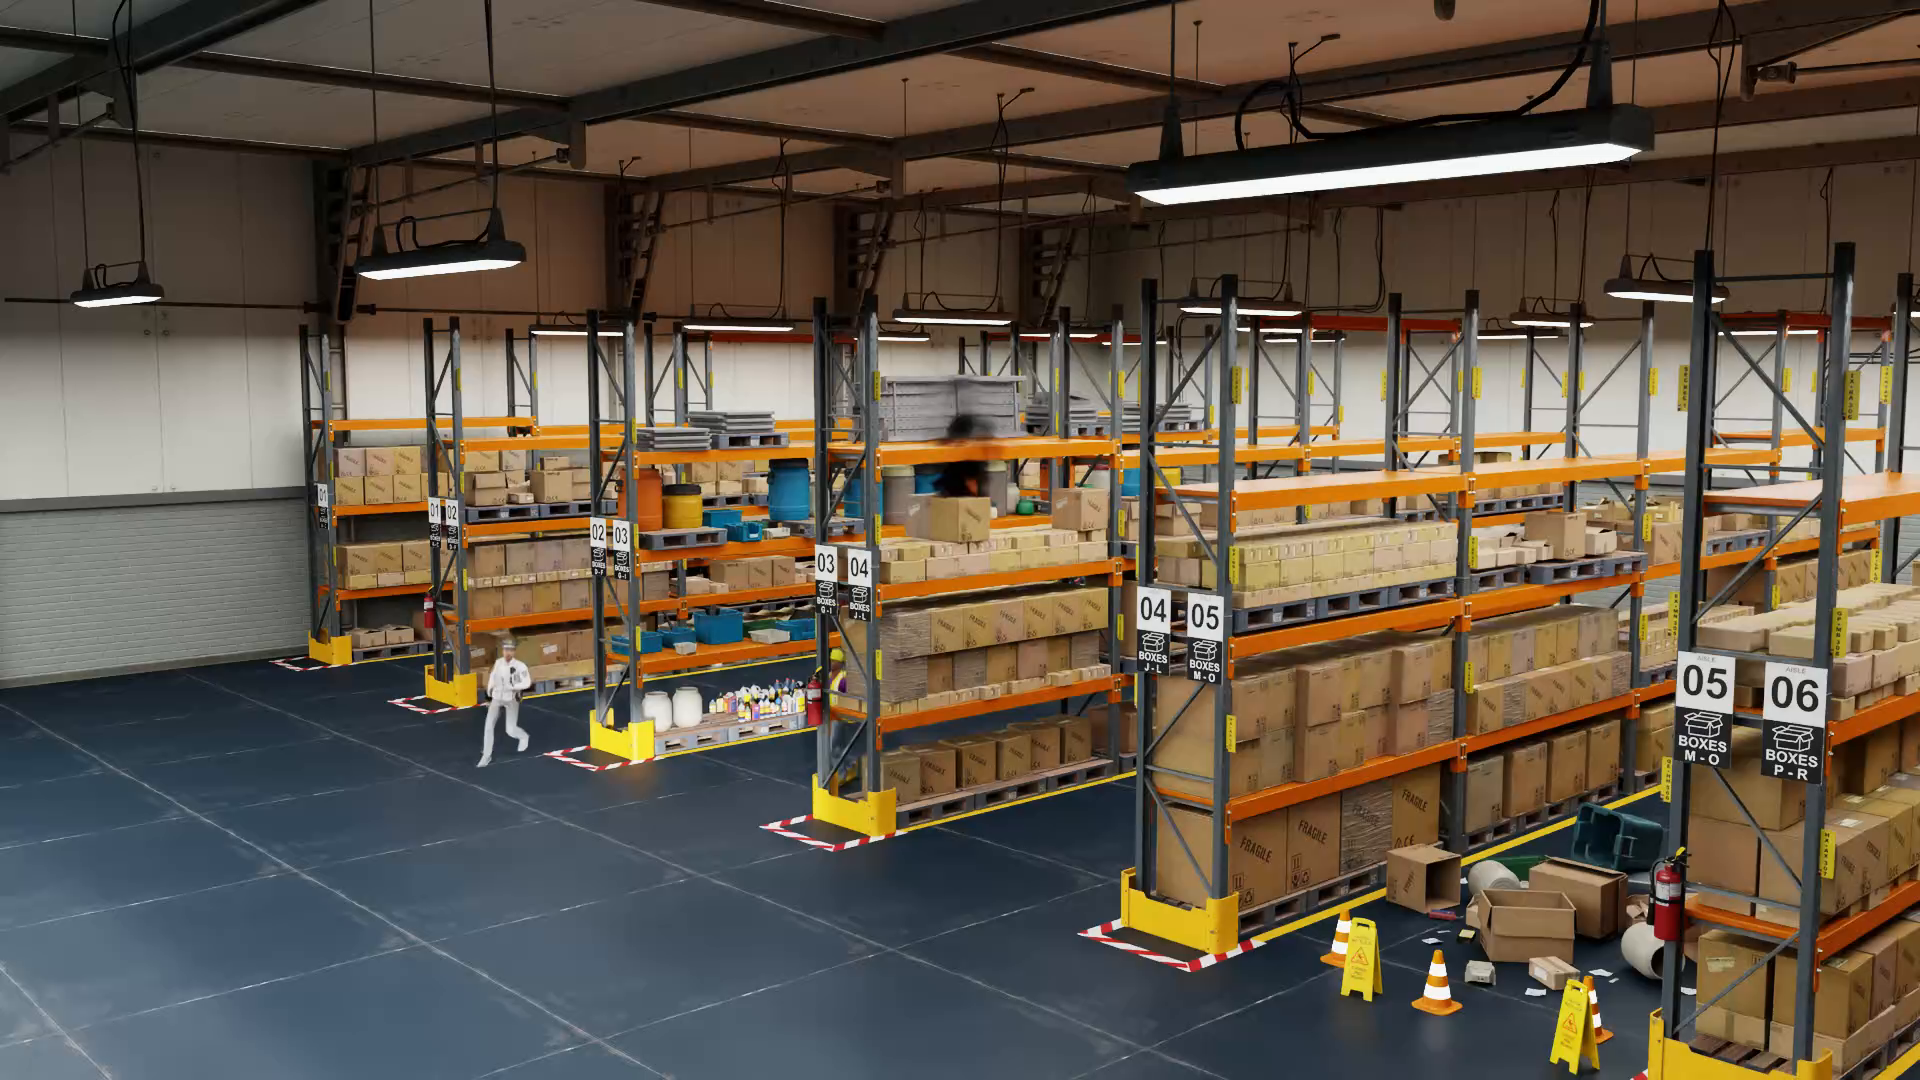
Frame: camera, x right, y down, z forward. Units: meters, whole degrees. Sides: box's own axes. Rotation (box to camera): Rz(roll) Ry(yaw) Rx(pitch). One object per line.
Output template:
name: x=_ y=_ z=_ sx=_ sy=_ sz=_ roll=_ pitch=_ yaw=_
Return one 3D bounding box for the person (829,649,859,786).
person: x=-1.563 y=2.216 z=20.661 sx=0.569 sy=1.721 sz=0.674 roll=-5 pitch=8 yaw=-40

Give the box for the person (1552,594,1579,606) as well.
person: x=9.646 y=1.625 z=26.507 sx=0.690 sy=1.729 sz=0.632 roll=5 pitch=8 yaw=43

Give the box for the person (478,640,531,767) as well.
person: x=-6.002 y=2.139 z=22.090 sx=0.643 sy=1.667 sz=0.806 roll=1 pitch=6 yaw=11
